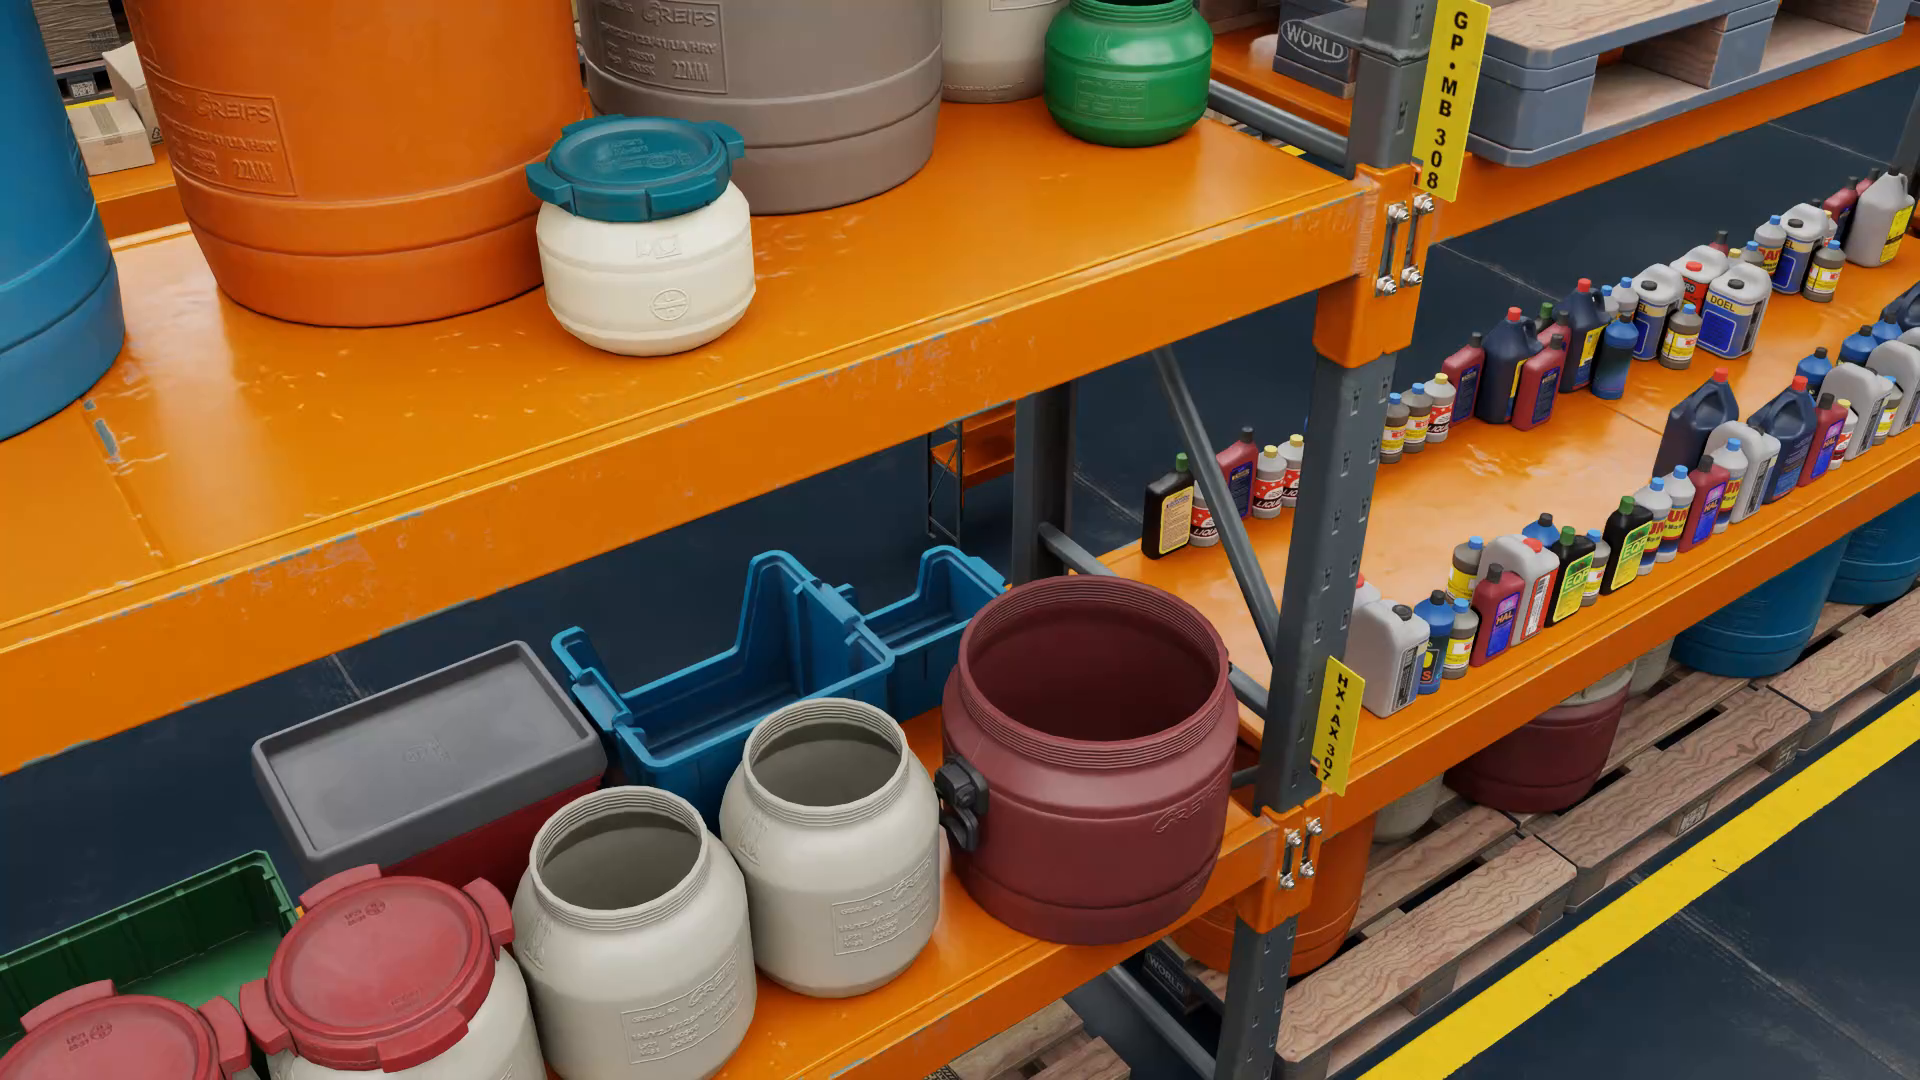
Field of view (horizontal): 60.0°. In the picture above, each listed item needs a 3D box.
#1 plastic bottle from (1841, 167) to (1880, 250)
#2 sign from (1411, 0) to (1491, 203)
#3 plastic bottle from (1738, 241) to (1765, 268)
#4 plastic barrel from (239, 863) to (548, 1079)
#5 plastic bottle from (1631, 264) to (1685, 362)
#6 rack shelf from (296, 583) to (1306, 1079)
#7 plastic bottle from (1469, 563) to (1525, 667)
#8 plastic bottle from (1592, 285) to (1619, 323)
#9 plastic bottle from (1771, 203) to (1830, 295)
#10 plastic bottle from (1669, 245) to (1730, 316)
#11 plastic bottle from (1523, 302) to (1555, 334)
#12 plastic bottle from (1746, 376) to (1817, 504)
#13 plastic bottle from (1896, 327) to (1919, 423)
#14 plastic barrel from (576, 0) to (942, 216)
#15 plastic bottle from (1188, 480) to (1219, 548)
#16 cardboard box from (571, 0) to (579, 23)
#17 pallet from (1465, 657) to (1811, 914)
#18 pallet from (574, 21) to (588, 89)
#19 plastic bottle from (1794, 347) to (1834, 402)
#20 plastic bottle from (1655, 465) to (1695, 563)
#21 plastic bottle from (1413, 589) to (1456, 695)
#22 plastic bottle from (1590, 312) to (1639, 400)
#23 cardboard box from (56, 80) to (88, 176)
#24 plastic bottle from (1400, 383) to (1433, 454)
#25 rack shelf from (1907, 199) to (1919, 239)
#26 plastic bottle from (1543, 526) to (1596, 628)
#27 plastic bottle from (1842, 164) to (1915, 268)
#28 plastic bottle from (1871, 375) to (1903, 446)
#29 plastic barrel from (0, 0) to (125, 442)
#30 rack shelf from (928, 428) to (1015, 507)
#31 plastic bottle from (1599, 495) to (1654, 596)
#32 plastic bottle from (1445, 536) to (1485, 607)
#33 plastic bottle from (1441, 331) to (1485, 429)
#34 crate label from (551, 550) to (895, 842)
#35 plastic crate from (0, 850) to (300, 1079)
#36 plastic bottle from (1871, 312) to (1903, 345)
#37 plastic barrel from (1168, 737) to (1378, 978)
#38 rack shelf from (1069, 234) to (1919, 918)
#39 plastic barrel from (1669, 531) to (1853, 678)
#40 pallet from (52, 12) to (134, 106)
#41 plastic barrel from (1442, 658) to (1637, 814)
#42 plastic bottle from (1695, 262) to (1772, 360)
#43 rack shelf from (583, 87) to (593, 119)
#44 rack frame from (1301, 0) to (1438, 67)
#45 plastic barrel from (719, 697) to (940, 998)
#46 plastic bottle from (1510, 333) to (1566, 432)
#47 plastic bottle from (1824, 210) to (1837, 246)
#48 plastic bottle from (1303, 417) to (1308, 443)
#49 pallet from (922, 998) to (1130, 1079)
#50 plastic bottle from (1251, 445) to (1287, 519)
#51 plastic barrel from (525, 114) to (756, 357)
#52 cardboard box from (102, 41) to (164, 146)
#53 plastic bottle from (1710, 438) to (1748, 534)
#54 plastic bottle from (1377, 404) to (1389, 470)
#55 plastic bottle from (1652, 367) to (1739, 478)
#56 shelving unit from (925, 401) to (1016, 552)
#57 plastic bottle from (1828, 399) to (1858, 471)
[{"bbox_3d":[3.192,-1.178,5.919,0.133,0.283,0.061,-22,41,-28],"label":"plastic bottle"},{"bbox_3d":[0.790,-0.715,2.696,0.005,0.325,0.100,-22,41,-28],"label":"sign"},{"bbox_3d":[2.650,-0.909,5.615,0.097,0.201,0.097,0,36,0],"label":"plastic bottle"},{"bbox_3d":[-0.940,0.881,2.840,0.433,0.535,0.433,0,36,0],"label":"plastic barrel"},{"bbox_3d":[2.193,-0.732,5.305,0.135,0.276,0.152,-22,41,-28],"label":"plastic bottle"},{"bbox_3d":[-1.167,1.165,3.178,4.000,0.370,1.077,-22,41,-28],"label":"rack shelf"},{"bbox_3d":[1.303,0.167,4.048,0.133,0.283,0.061,-22,41,-28],"label":"plastic bottle"},{"bbox_3d":[2.003,-0.671,5.224,0.097,0.271,0.097,0,36,0],"label":"plastic bottle"},{"bbox_3d":[2.840,-0.998,5.675,0.135,0.276,0.152,-22,41,-28],"label":"plastic bottle"},{"bbox_3d":[2.383,-0.810,5.413,0.135,0.276,0.152,-22,41,-28],"label":"plastic bottle"},{"bbox_3d":[1.747,-0.584,5.093,0.133,0.283,0.061,-22,41,-28],"label":"plastic bottle"},{"bbox_3d":[2.274,-0.290,4.626,0.185,0.351,0.144,-22,41,-28],"label":"plastic bottle"},{"bbox_3d":[2.891,-0.516,5.004,0.135,0.276,0.152,-22,41,-28],"label":"plastic bottle"},{"bbox_3d":[-0.329,-1.049,2.641,0.600,0.901,0.600,0,36,0],"label":"plastic barrel"},{"bbox_3d":[0.657,-0.089,4.475,0.097,0.201,0.097,0,36,0],"label":"plastic bottle"},{"bbox_3d":[-1.933,-2.642,7.409,0.700,0.500,0.500,23,41,28],"label":"cardboard box"},{"bbox_3d":[2.085,0.639,5.681,1.213,0.211,1.003,-22,41,-28],"label":"pallet"},{"bbox_3d":[-1.869,-2.349,7.611,1.003,0.211,1.213,-22,41,-28],"label":"pallet"},{"bbox_3d":[2.504,-0.444,4.908,0.097,0.271,0.097,0,36,0],"label":"plastic bottle"},{"bbox_3d":[1.874,-0.076,4.397,0.097,0.271,0.097,0,36,0],"label":"plastic bottle"},{"bbox_3d":[1.118,0.235,3.964,0.097,0.271,0.097,0,36,0],"label":"plastic bottle"},{"bbox_3d":[2.006,-0.570,5.083,0.097,0.271,0.097,0,36,0],"label":"plastic bottle"},{"bbox_3d":[-3.745,-1.634,6.367,0.500,0.500,0.500,-25,42,-30],"label":"cardboard box"},{"bbox_3d":[1.324,-0.363,4.856,0.097,0.201,0.097,0,36,0],"label":"plastic bottle"},{"bbox_3d":[5.372,-1.526,6.919,4.000,0.370,1.077,-22,41,-28],"label":"rack shelf"},{"bbox_3d":[1.522,0.077,4.174,0.133,0.283,0.061,-22,41,-28],"label":"plastic bottle"},{"bbox_3d":[3.230,-1.148,5.819,0.185,0.351,0.144,-22,41,-28],"label":"plastic bottle"},{"bbox_3d":[2.702,-0.388,4.891,0.097,0.201,0.097,0,36,0],"label":"plastic bottle"},{"bbox_3d":[-1.442,-0.590,2.004,0.708,0.901,0.600,-22,41,-28],"label":"plastic barrel"},{"bbox_3d":[0.135,-0.327,6.632,0.480,0.148,0.258,-22,41,-28],"label":"rack shelf"},{"bbox_3d":[1.710,0.000,4.281,0.133,0.283,0.061,-22,41,-28],"label":"plastic bottle"},{"bbox_3d":[1.299,0.081,4.239,0.097,0.201,0.097,0,36,0],"label":"plastic bottle"},{"bbox_3d":[1.487,-0.477,4.944,0.133,0.283,0.061,-22,41,-28],"label":"plastic bottle"},{"bbox_3d":[-0.500,0.391,3.607,0.616,0.435,0.502,-22,41,-28],"label":"crate label"},{"bbox_3d":[-1.541,0.911,3.096,0.662,0.188,0.450,-22,41,-28],"label":"plastic crate"},{"bbox_3d":[2.803,-0.567,5.080,0.097,0.271,0.097,0,36,0],"label":"plastic bottle"},{"bbox_3d":[0.858,0.738,4.654,0.708,0.830,0.600,-22,41,-28],"label":"plastic barrel"},{"bbox_3d":[2.103,-0.181,5.048,4.000,0.370,1.077,-22,41,-28],"label":"rack shelf"},{"bbox_3d":[2.704,-0.051,5.689,0.708,0.901,0.600,-22,41,-28],"label":"plastic barrel"},{"bbox_3d":[-5.879,-3.134,10.927,1.213,0.211,1.003,-22,41,-28],"label":"pallet"},{"bbox_3d":[1.781,0.456,5.253,0.708,0.588,0.600,-22,41,-28],"label":"plastic barrel"},{"bbox_3d":[2.470,-0.737,5.312,0.135,0.276,0.152,-22,41,-28],"label":"plastic bottle"},{"bbox_3d":[-0.748,-2.546,8.337,4.000,0.370,1.077,-22,41,-28],"label":"rack shelf"},{"bbox_3d":[0.468,-2.235,2.151,0.127,3.000,1.000,-22,41,-28],"label":"rack frame"},{"bbox_3d":[-0.250,0.603,3.247,0.421,0.512,0.421,0,36,0],"label":"plastic barrel"},{"bbox_3d":[1.721,-0.470,4.935,0.133,0.283,0.061,-22,41,-28],"label":"plastic bottle"},{"bbox_3d":[2.999,-1.053,5.815,0.097,0.201,0.097,0,36,0],"label":"plastic bottle"},{"bbox_3d":[1.005,-0.261,4.654,0.097,0.271,0.097,0,36,0],"label":"plastic bottle"},{"bbox_3d":[-0.188,1.574,4.380,1.213,0.211,1.003,-22,41,-28],"label":"pallet"},{"bbox_3d":[0.846,-0.167,4.583,0.097,0.201,0.097,0,36,0],"label":"plastic bottle"},{"bbox_3d":[-0.437,-0.422,2.318,0.301,0.262,0.301,0,36,0],"label":"plastic barrel"},{"bbox_3d":[-3.225,-1.921,6.928,0.500,0.311,0.500,-23,42,-28],"label":"cardboard box"},{"bbox_3d":[2.062,-0.153,4.504,0.097,0.271,0.097,0,36,0],"label":"plastic bottle"},{"bbox_3d":[1.164,-0.326,4.745,0.097,0.271,0.097,0,36,0],"label":"plastic bottle"},{"bbox_3d":[2.076,-0.317,4.664,0.185,0.351,0.144,-22,41,-28],"label":"plastic bottle"},{"bbox_3d":[0.135,-0.543,6.477,0.503,1.200,0.258,-22,41,-28],"label":"shelving unit"},{"bbox_3d":[2.512,-0.310,4.782,0.097,0.201,0.097,0,36,0],"label":"plastic bottle"}]
